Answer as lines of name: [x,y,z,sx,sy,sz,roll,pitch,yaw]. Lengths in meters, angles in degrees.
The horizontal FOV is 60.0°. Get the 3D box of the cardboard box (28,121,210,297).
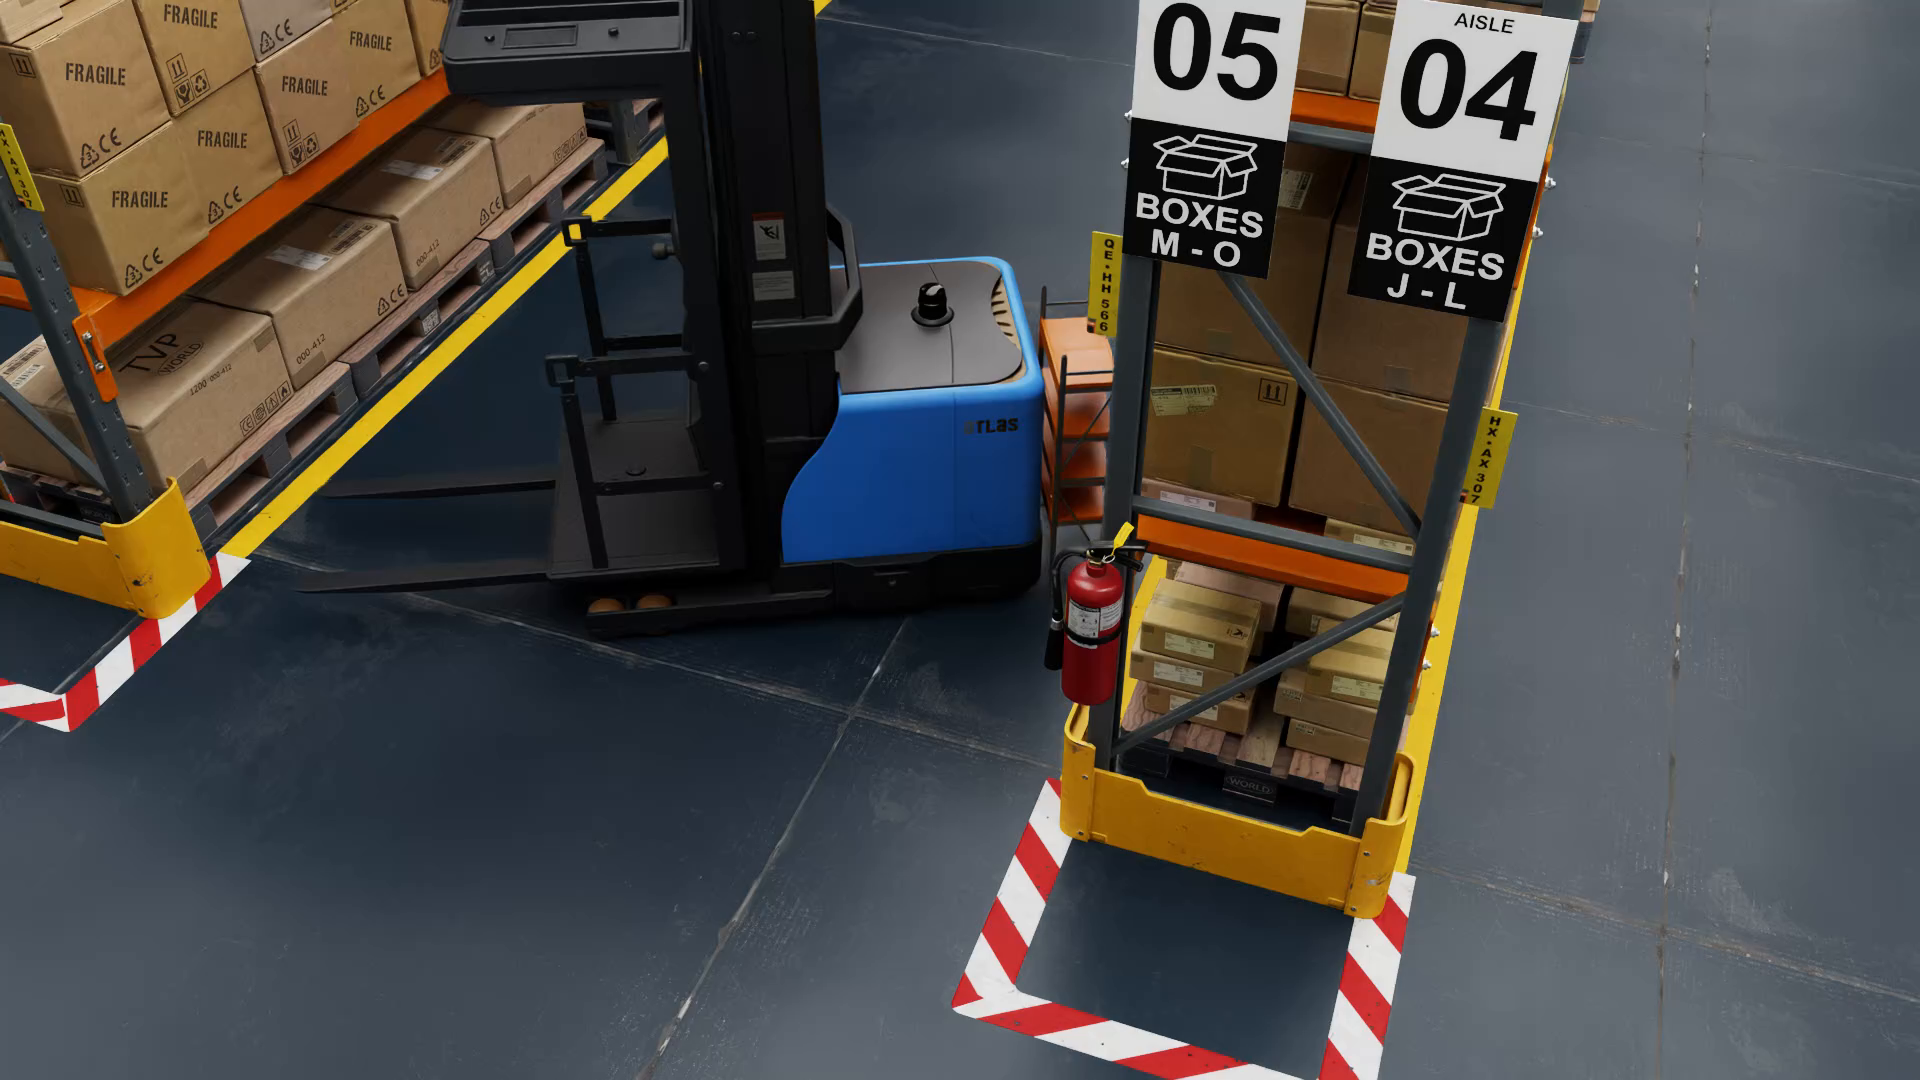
cardboard box: [-3.328,-1.316,6.404,0.500,0.500,0.500,13,42,15]

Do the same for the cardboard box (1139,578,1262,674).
cardboard box: [0.867,0.307,5.993,0.380,0.149,0.250,14,42,16]

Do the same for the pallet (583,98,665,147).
pallet: [-2.201,-2.915,10.504,1.003,0.211,1.213,13,42,15]

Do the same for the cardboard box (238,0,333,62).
cardboard box: [-2.992,-2.329,6.822,0.500,0.500,0.500,13,42,15]

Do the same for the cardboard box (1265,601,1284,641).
cardboard box: [1.072,0.224,6.549,0.380,0.149,0.250,13,42,15]

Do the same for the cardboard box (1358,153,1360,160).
cardboard box: [1.493,-1.068,5.114,0.500,0.500,0.500,14,43,16]

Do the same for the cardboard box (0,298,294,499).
cardboard box: [-3.631,-0.659,7.362,0.875,0.438,0.875,12,42,14]

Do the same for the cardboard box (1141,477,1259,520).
cardboard box: [0.770,-0.178,5.341,0.380,0.149,0.250,13,42,15]

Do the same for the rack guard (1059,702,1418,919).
rack guard: [0.950,0.893,5.819,1.175,0.500,0.348,13,42,15]

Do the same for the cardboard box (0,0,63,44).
cardboard box: [-3.381,-1.869,5.783,0.380,0.149,0.250,14,42,16]

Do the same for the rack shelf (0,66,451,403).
rack shelf: [-3.078,-1.995,7.832,1.077,0.370,4.000,13,42,15]

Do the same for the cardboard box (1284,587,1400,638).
cardboard box: [1.404,0.248,6.063,0.380,0.149,0.250,14,42,16]

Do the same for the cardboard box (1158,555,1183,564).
cardboard box: [0.976,-0.019,6.376,0.380,0.149,0.250,12,42,14]

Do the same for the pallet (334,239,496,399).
pallet: [-3.143,-1.235,8.535,1.003,0.211,1.213,13,42,15]

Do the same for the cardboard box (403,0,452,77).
cardboard box: [-2.642,-2.562,7.865,0.500,0.500,0.500,13,42,14]

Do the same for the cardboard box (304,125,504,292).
cardboard box: [-3.016,-1.768,8.662,0.875,0.438,0.875,12,42,14]

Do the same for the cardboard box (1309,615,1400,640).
cardboard box: [1.491,0.383,6.134,0.380,0.149,0.250,13,42,15]

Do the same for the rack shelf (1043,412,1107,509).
rack shelf: [0.464,-0.344,6.830,0.258,0.148,0.480,-4,41,-5]

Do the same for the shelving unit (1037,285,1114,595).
shelving unit: [0.465,-0.395,6.787,0.258,1.200,0.503,-4,41,-5]

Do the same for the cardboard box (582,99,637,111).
cardboard box: [-2.258,-3.236,10.045,0.875,0.875,0.875,15,43,16]

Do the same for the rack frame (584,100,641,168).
rack frame: [-2.394,-3.489,9.028,1.000,3.000,0.127,13,42,15]

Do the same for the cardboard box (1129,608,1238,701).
cardboard box: [0.836,0.414,6.097,0.380,0.149,0.250,12,42,14]

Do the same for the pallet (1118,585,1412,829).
pallet: [1.261,0.515,6.484,1.003,0.211,1.213,13,42,15]

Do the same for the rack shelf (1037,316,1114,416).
rack shelf: [0.469,-0.694,6.532,0.258,0.148,0.480,-4,41,-5]

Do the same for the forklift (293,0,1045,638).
forklift: [-1.217,-1.079,6.256,3.031,2.935,1.130,-5,41,-5]

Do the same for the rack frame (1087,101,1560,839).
rack frame: [0.924,-0.012,4.953,1.000,3.000,0.127,13,42,15]

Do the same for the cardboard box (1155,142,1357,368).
cardboard box: [0.847,-0.878,4.891,0.500,0.500,0.500,12,42,14]

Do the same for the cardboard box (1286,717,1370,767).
cardboard box: [1.404,0.664,6.033,0.380,0.149,0.250,14,42,16]

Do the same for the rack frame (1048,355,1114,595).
rack frame: [0.494,-0.238,6.602,0.240,1.200,0.015,-4,41,-5]

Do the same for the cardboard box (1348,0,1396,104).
cardboard box: [1.318,-1.313,4.282,0.500,0.250,0.500,15,43,17]

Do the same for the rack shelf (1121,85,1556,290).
rack shelf: [1.608,-2.099,5.643,1.077,0.370,4.000,13,42,15]

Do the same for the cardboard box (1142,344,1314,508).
cardboard box: [0.836,-0.494,5.212,0.500,0.500,0.500,14,42,16]

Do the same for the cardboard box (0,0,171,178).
cardboard box: [-3.330,-1.697,6.080,0.500,0.500,0.500,12,42,14]

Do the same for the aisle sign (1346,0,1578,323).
aisle sign: [1.181,-0.890,3.979,0.394,0.787,0.004,13,42,15]

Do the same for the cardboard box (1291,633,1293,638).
cardboard box: [1.495,0.334,6.421,0.380,0.149,0.250,14,42,16]

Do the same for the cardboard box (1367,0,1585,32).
cardboard box: [1.322,-1.502,4.119,0.500,0.250,0.500,14,42,16]

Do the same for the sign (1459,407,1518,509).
sign: [1.434,-0.221,4.531,0.100,0.325,0.005,13,42,15]

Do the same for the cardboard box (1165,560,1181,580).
cardboard box: [1.012,0.097,6.469,0.380,0.149,0.250,12,42,13]

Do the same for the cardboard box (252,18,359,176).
cardboard box: [-2.991,-1.937,7.132,0.500,0.500,0.500,13,42,15]
